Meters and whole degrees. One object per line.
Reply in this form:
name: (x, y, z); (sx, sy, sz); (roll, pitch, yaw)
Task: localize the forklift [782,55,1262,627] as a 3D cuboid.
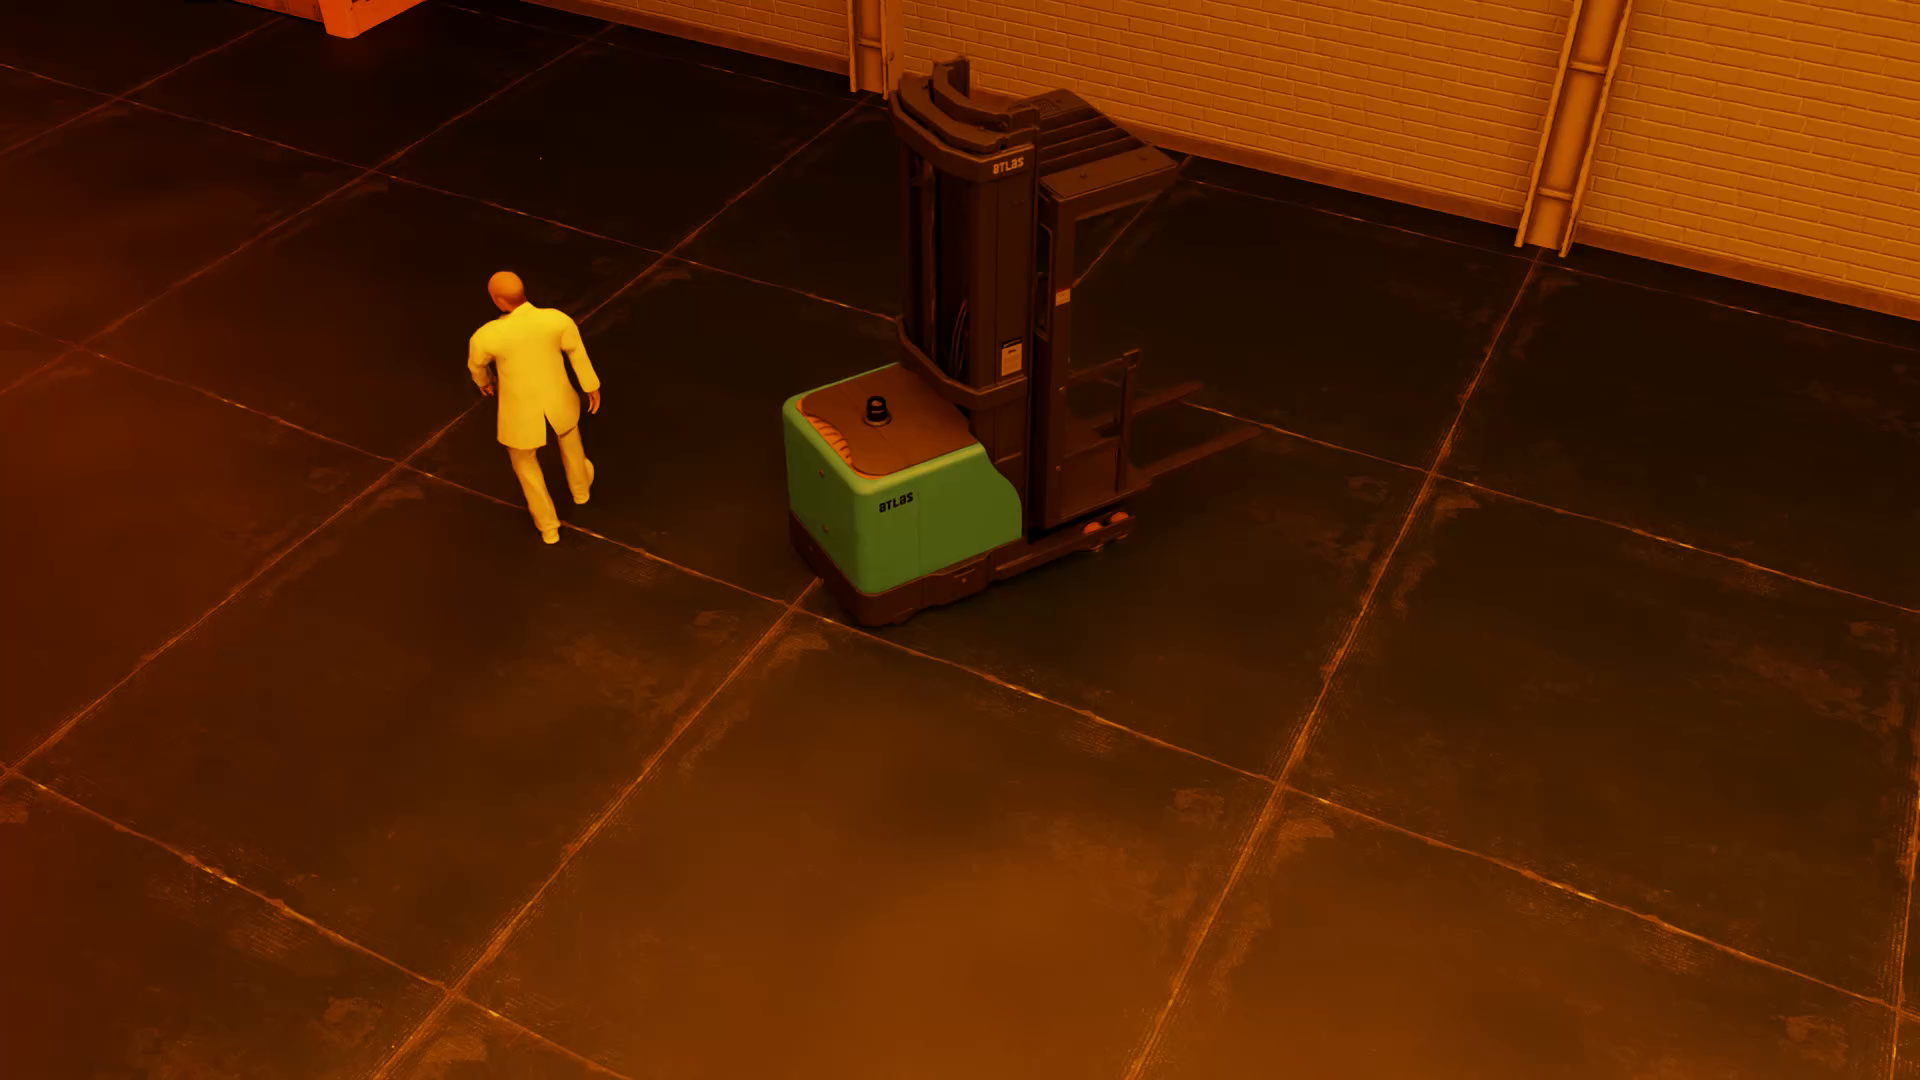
forklift: (0.487, -1.334, 9.570); (3.031, 2.935, 1.130); (-21, 45, -23)

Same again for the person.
person: (-2.514, -0.865, 9.954); (0.712, 1.727, 0.676); (-20, 44, -22)
